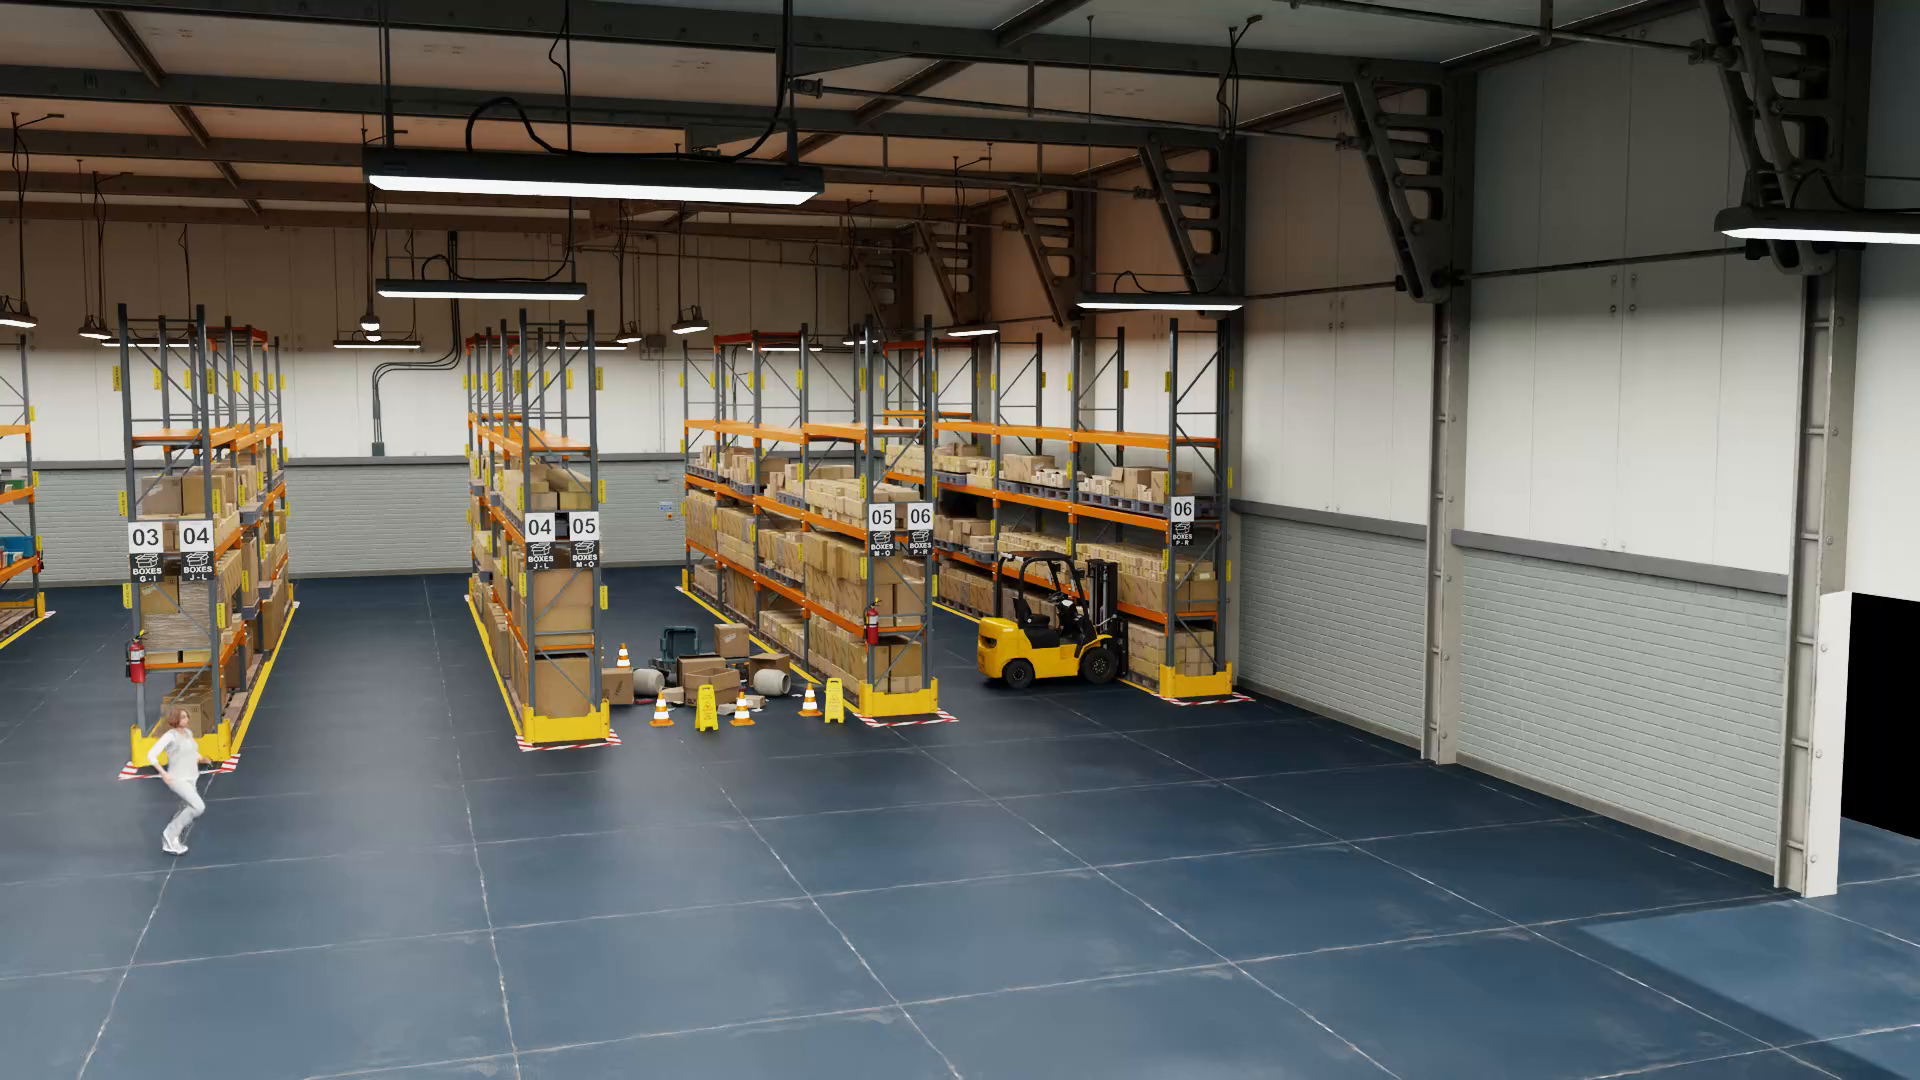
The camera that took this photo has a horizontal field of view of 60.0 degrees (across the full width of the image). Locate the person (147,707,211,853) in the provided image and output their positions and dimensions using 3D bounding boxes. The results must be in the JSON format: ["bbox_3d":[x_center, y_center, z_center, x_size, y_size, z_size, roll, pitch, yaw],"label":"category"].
[{"bbox_3d":[-8.205,2.549,17.563,0.596,1.562,0.480,1,5,6],"label":"person"}]
